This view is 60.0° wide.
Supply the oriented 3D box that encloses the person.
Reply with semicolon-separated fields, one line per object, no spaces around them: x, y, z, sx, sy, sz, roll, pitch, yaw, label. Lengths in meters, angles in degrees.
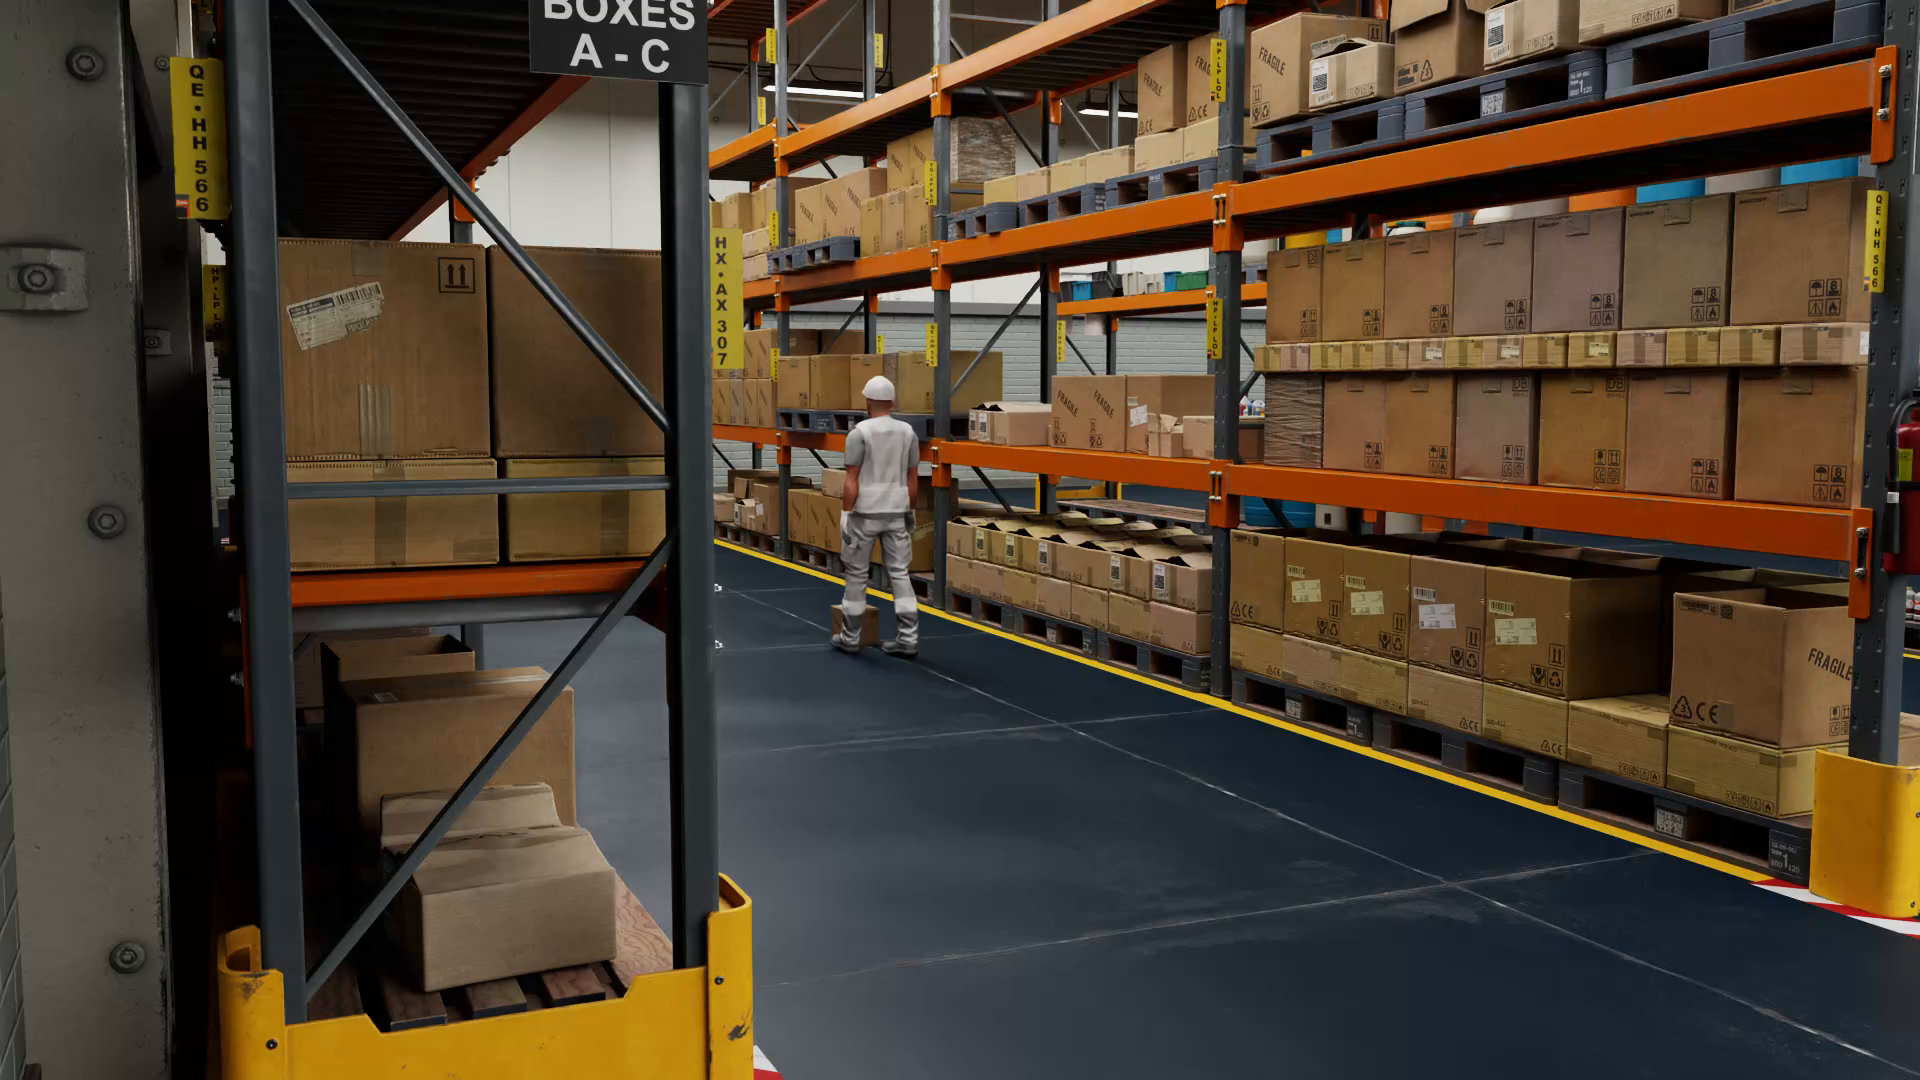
-0.567;-0.162;10.745;0.562;1.786;0.625;-3;6;-28;person
